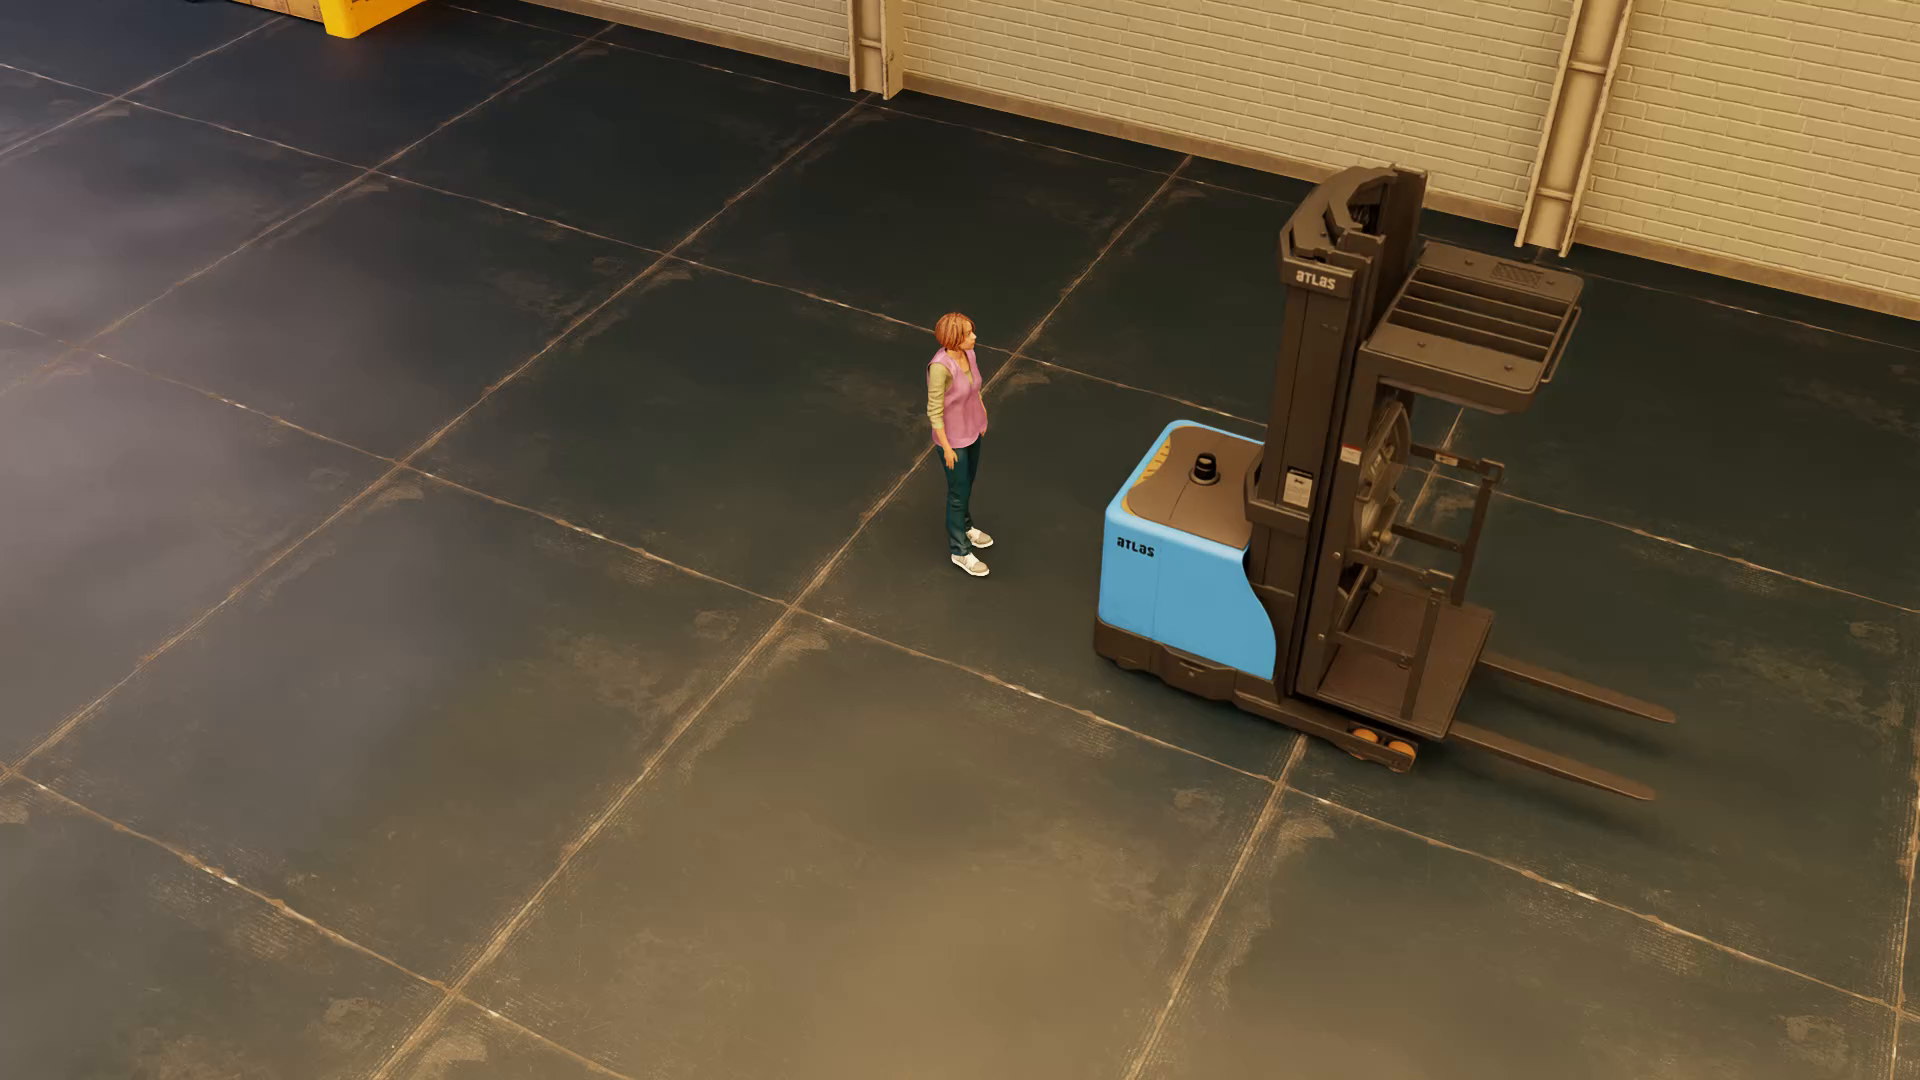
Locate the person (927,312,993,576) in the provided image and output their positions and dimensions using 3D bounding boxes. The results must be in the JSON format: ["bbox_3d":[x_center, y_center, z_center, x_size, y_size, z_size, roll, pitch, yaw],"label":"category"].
[{"bbox_3d":[0.060,-0.586,9.707,0.473,1.599,0.521,18,43,21],"label":"person"}]

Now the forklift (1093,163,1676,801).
[{"bbox_3d":[2.303,-0.285,8.325,3.031,2.935,1.130,19,44,21],"label":"forklift"}]
